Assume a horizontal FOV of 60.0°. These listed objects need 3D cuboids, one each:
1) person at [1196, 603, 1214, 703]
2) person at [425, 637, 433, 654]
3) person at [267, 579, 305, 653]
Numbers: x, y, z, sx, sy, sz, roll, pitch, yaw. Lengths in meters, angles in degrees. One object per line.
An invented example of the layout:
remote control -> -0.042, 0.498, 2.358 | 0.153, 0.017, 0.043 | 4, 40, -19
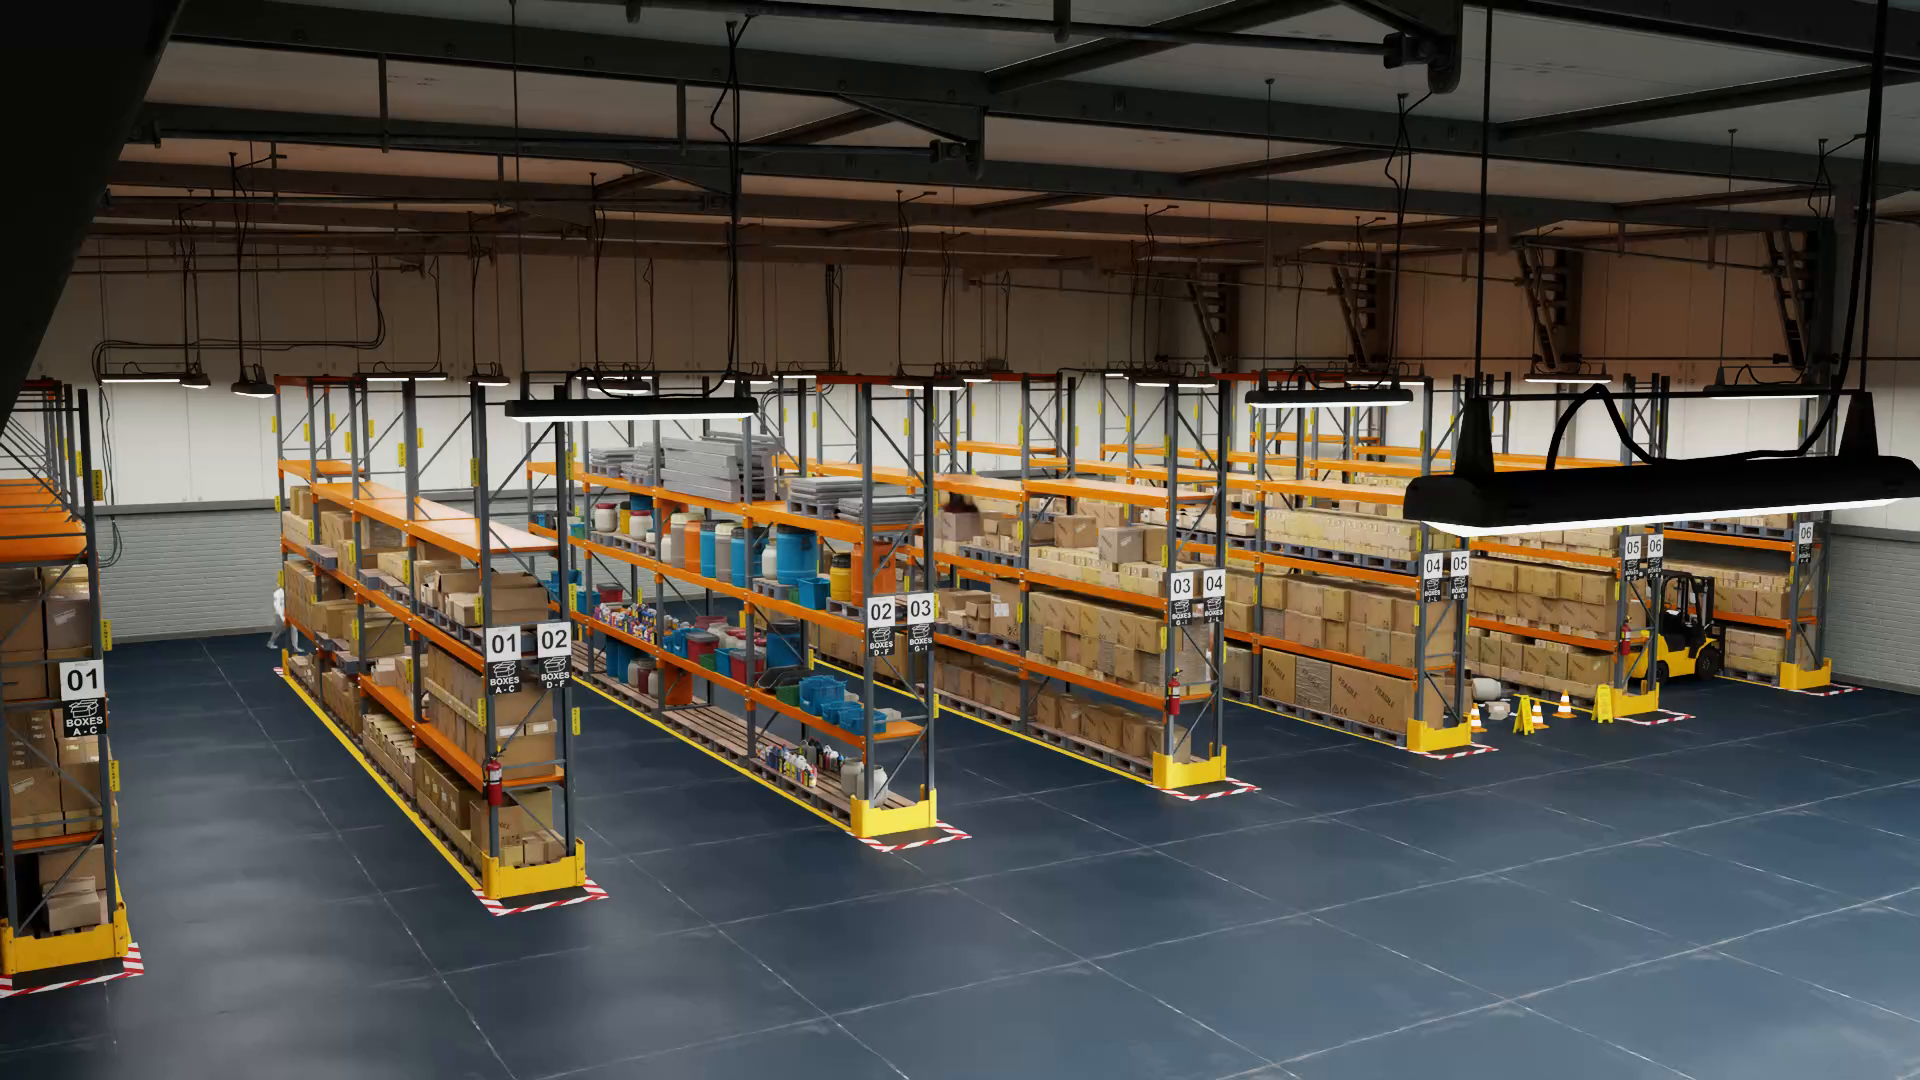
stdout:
person -> 4.314, 2.017, 29.920 | 0.595, 1.794, 0.399 | 6, 9, 43
person -> -10.969, 1.691, 34.429 | 0.567, 1.774, 0.565 | -2, 7, -16
person -> -14.552, 1.603, 35.799 | 0.939, 1.638, 0.519 | 4, 7, 30
